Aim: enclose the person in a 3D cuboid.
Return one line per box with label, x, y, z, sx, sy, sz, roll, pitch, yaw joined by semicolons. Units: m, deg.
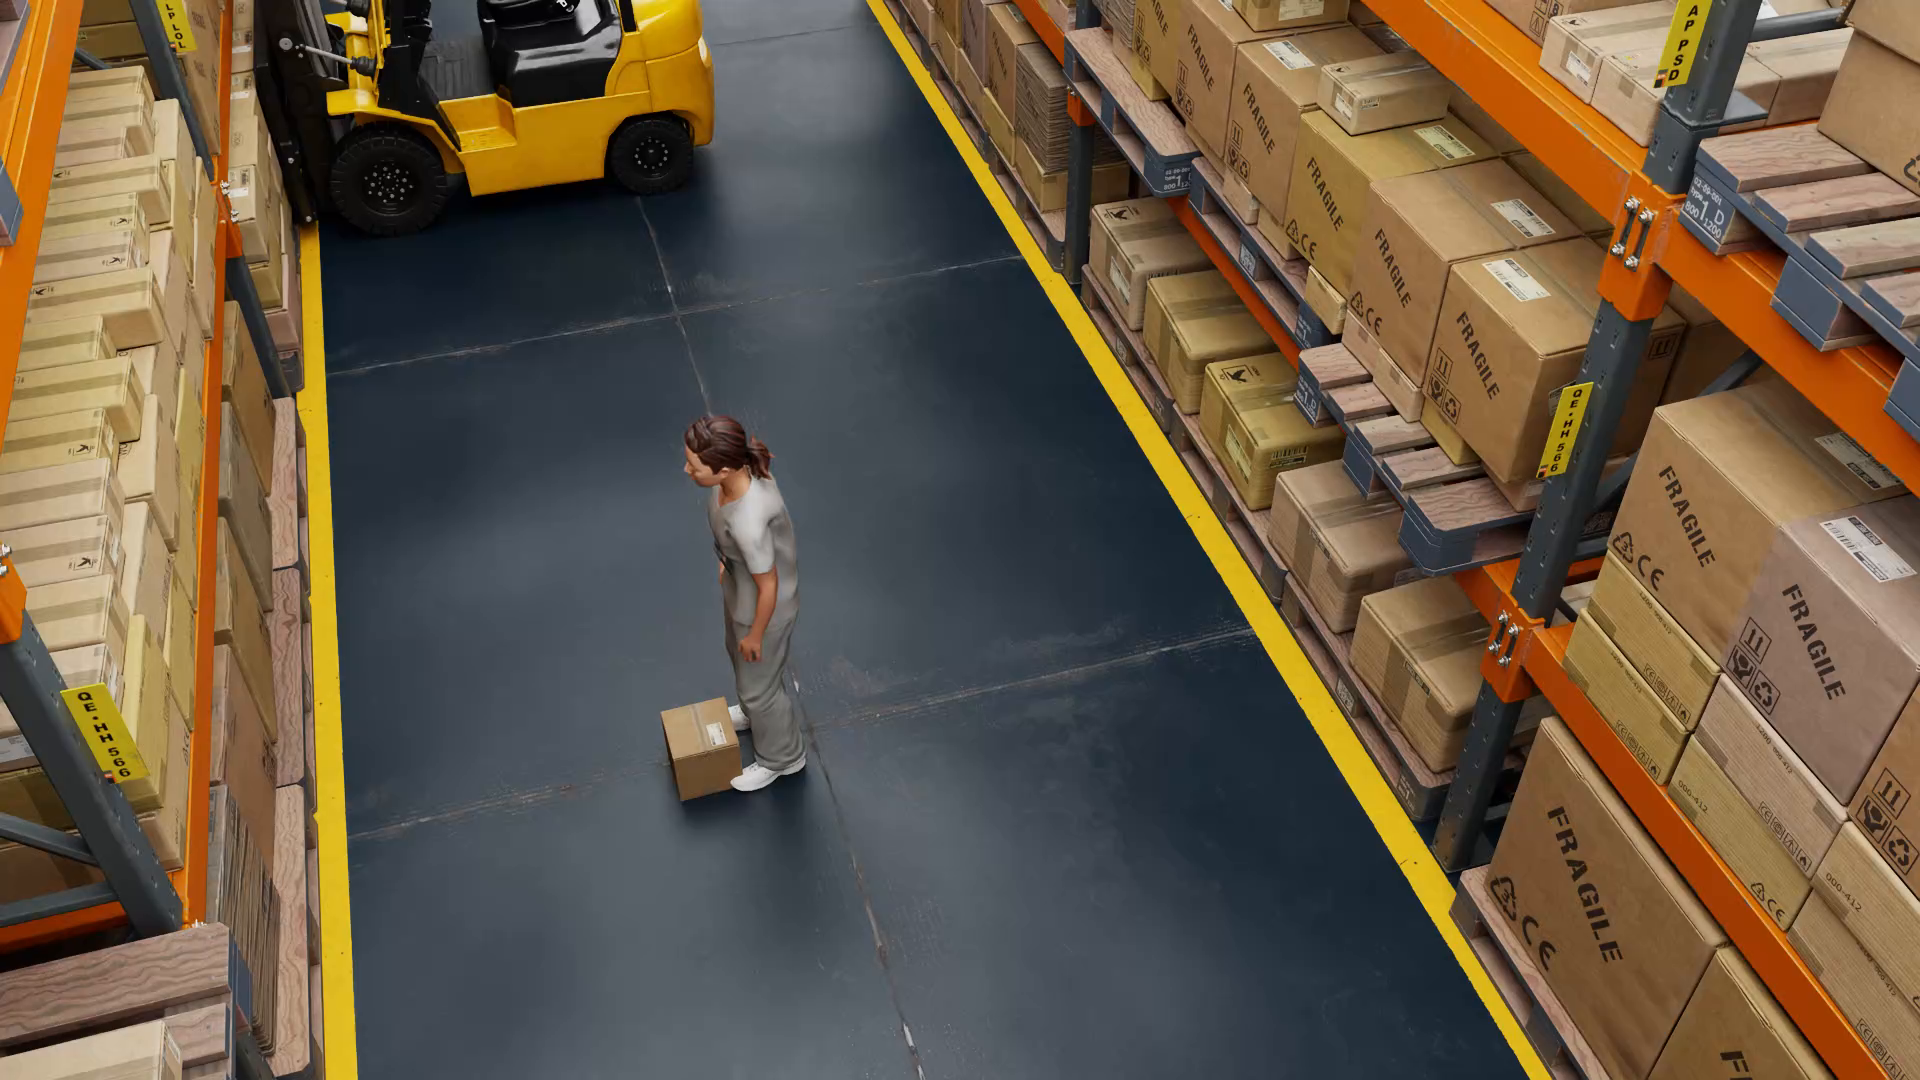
person;-0.750;0.214;5.927;0.358;1.673;0.486;-12;44;-13
